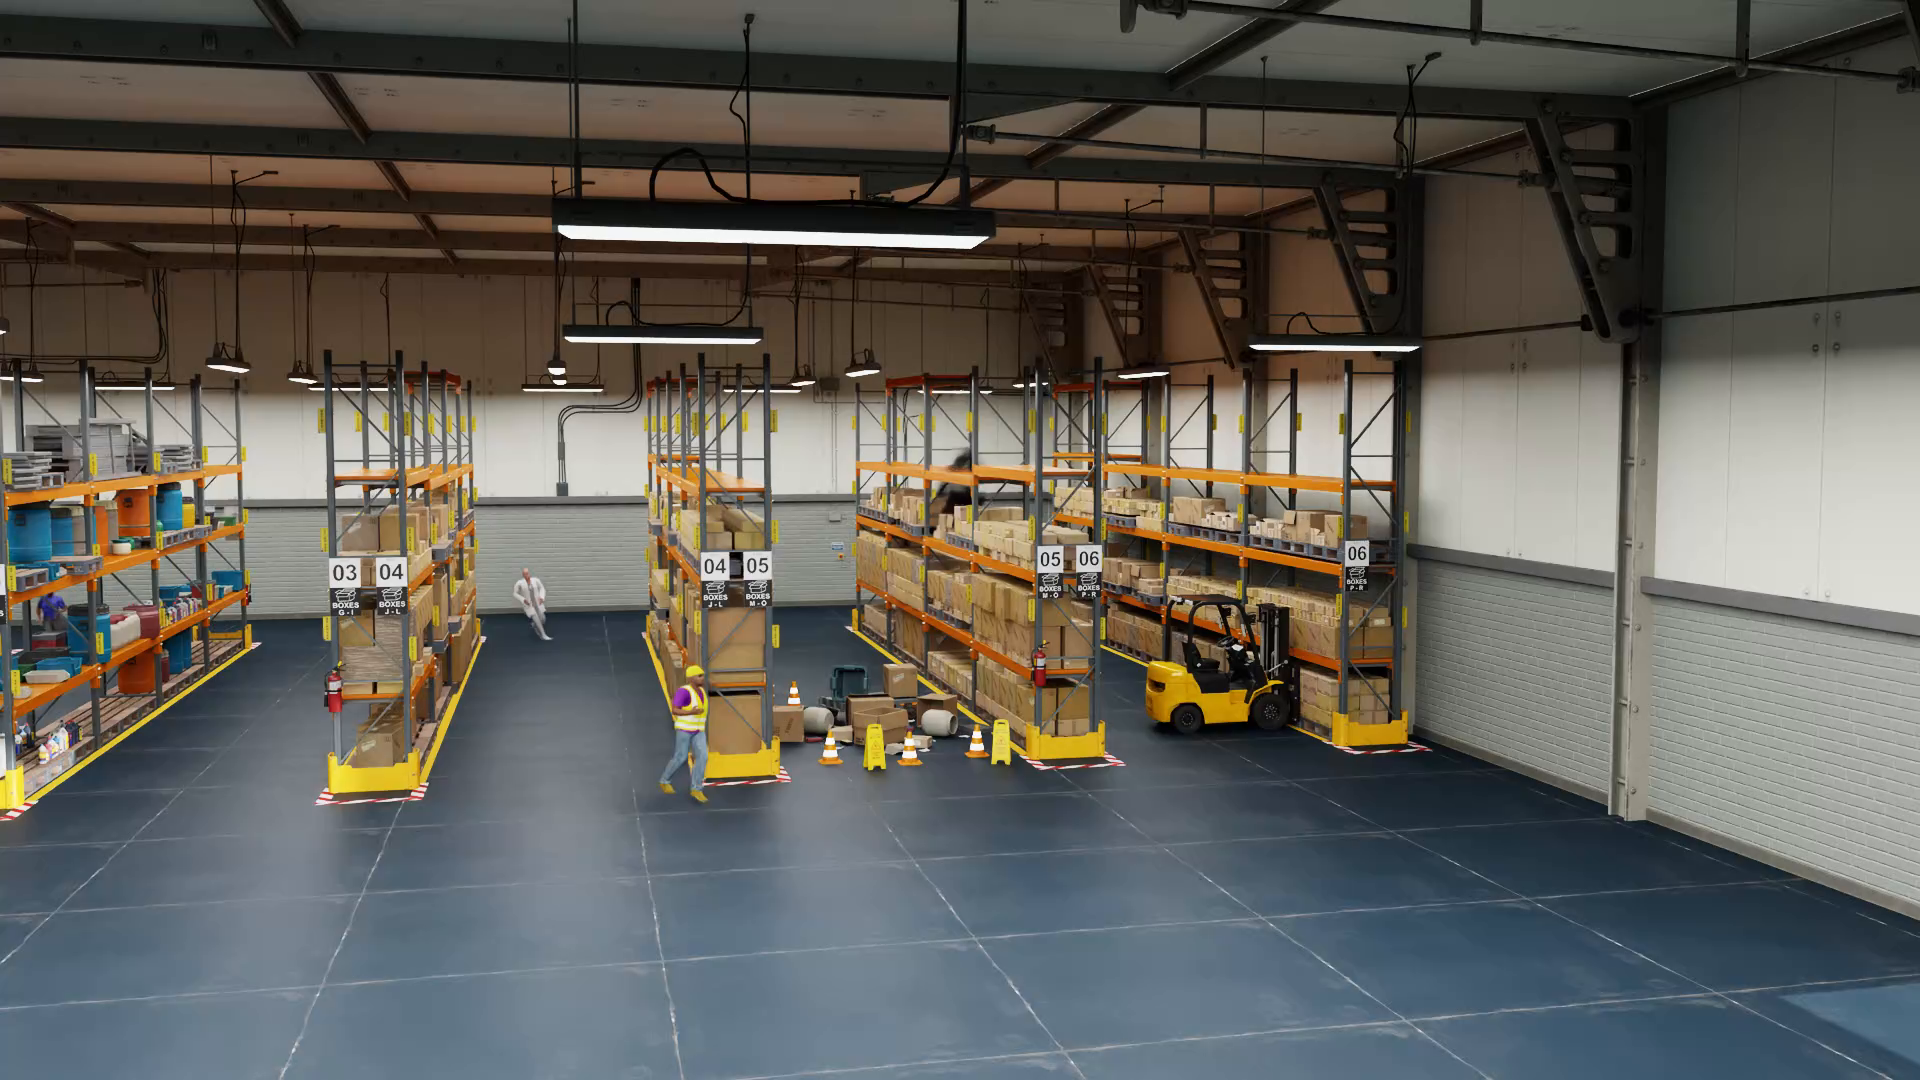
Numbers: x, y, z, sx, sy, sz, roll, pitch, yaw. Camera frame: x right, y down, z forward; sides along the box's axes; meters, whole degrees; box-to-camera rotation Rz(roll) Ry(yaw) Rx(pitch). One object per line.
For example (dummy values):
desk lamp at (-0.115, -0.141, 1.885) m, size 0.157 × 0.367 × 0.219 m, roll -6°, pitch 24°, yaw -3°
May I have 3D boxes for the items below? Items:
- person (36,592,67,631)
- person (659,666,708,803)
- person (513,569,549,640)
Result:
person at (-19.087, 1.759, 34.941) m, size 0.593 × 1.658 × 0.782 m, roll -1°, pitch 4°, yaw -19°
person at (-3.607, 2.579, 22.310) m, size 0.810 × 1.796 × 0.706 m, roll 3°, pitch 5°, yaw 37°
person at (-9.953, 1.485, 38.491) m, size 0.769 × 1.676 × 0.667 m, roll -2°, pitch 5°, yaw -31°
